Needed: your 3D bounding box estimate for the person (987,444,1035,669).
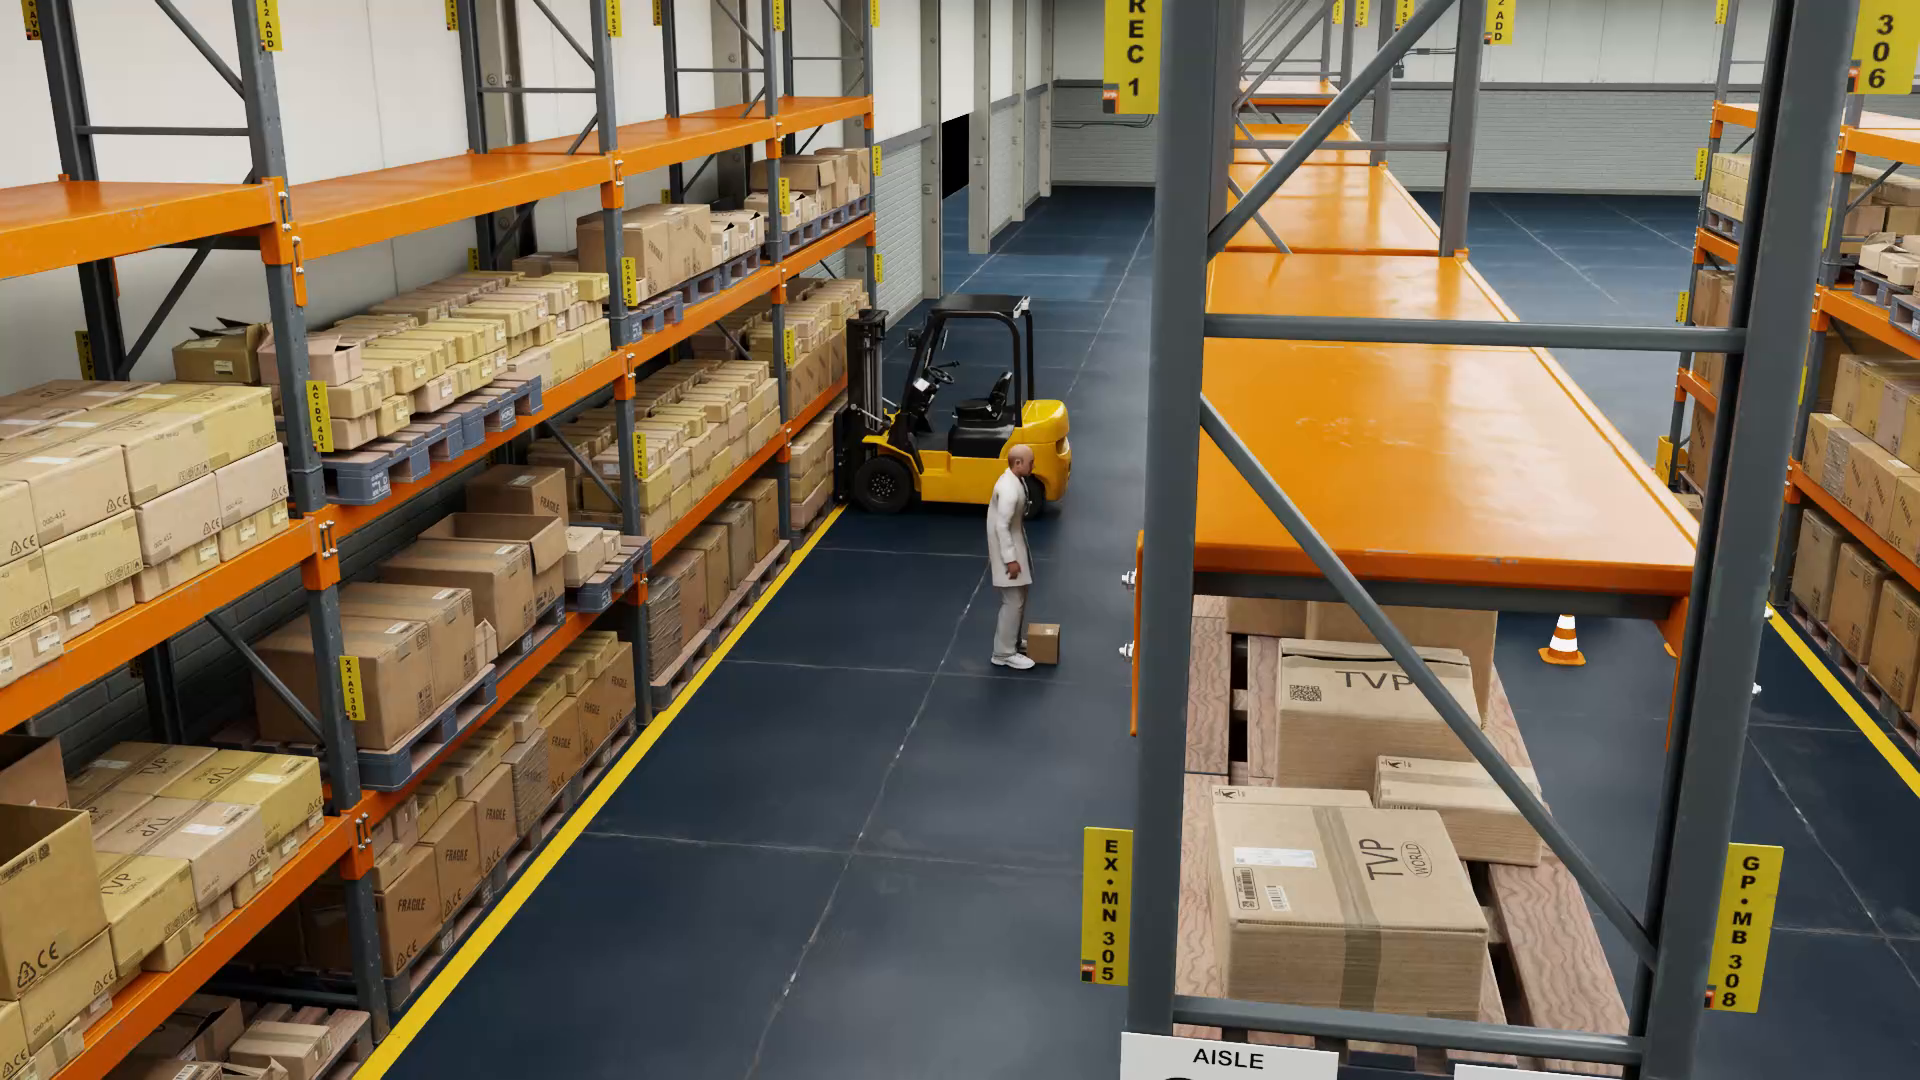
[{"bbox_3d":[0.428,0.104,13.264,0.424,1.774,0.643,3,18,9],"label":"person"}]
